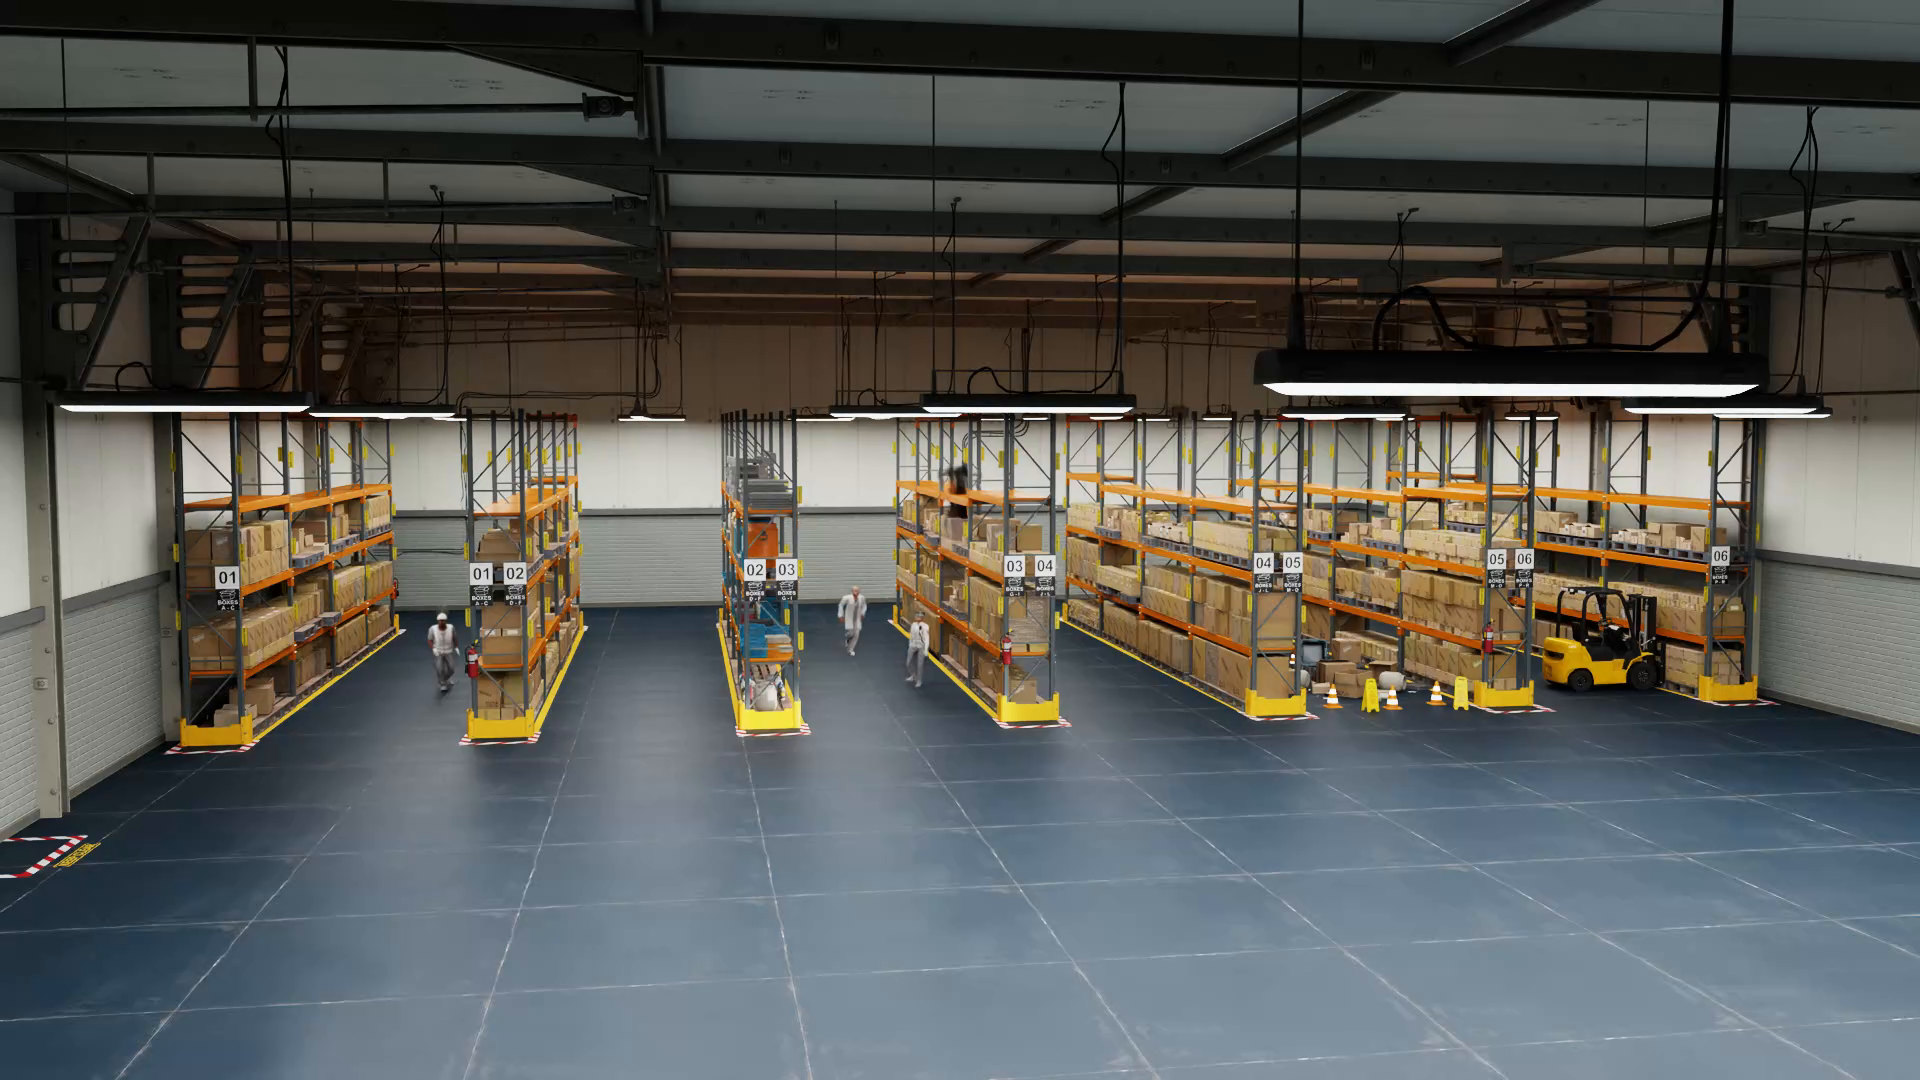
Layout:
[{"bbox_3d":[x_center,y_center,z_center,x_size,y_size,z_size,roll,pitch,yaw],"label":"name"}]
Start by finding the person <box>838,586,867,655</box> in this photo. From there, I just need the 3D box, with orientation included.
[{"bbox_3d":[-2.681,1.990,41.357,0.714,1.713,0.709,-2,4,-27],"label":"person"}]

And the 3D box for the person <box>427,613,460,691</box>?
[{"bbox_3d":[-11.062,2.390,35.576,0.675,1.703,0.767,-2,5,-28],"label":"person"}]

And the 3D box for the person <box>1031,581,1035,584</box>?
[{"bbox_3d":[2.139,1.431,50.185,0.650,1.625,0.844,2,4,26],"label":"person"}]

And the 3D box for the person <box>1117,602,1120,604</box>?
[{"bbox_3d":[4.882,1.443,49.264,0.852,1.741,0.659,4,5,41],"label":"person"}]

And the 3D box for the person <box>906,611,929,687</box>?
[{"bbox_3d":[-0.925,2.373,36.258,0.609,1.700,0.486,2,4,23],"label":"person"}]
